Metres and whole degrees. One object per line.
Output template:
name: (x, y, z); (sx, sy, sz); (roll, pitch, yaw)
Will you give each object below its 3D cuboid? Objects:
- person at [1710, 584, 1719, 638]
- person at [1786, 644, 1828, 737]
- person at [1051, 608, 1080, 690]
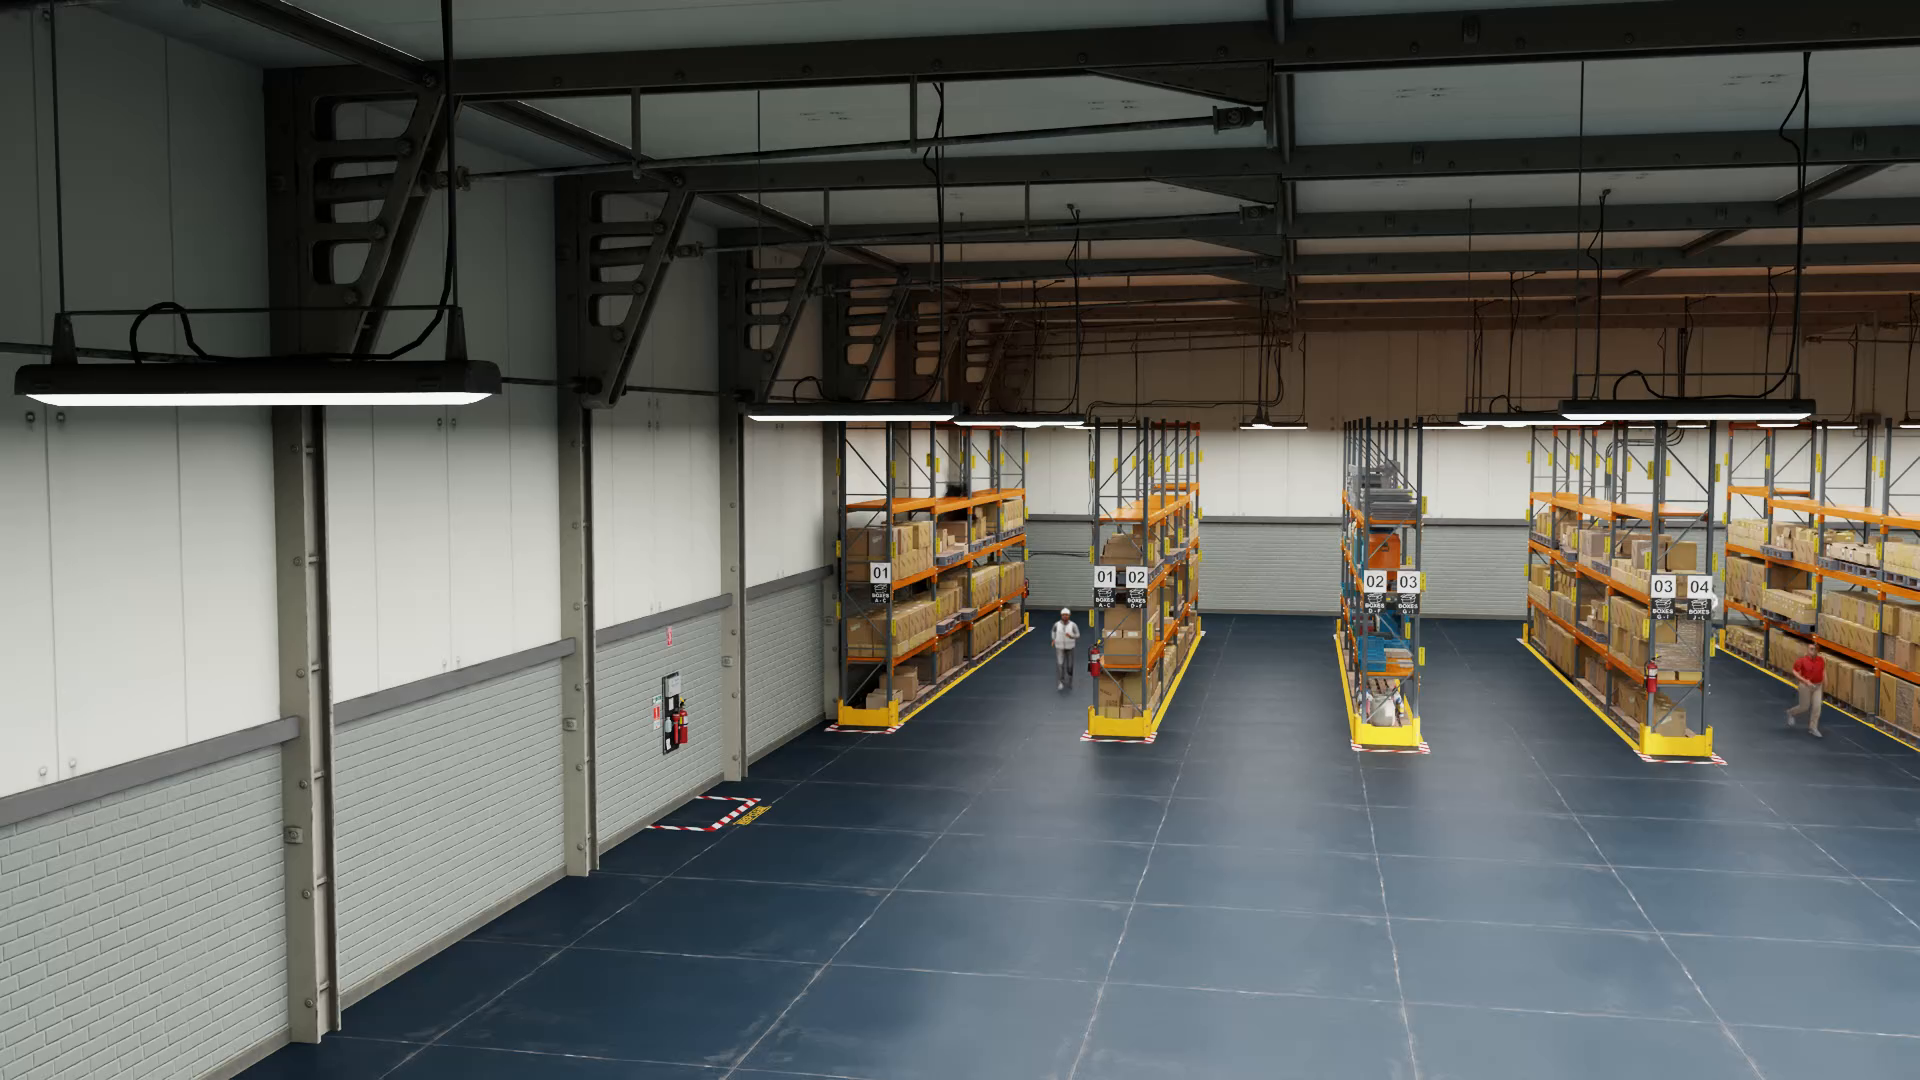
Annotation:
person: (20.388, 1.986, 45.129); (0.575, 1.688, 0.648); (0, 4, -2)
person: (16.166, 2.830, 31.661); (0.670, 1.727, 0.844); (0, 4, -2)
person: (2.345, 2.406, 37.092); (0.655, 1.763, 0.964); (0, 4, 7)
